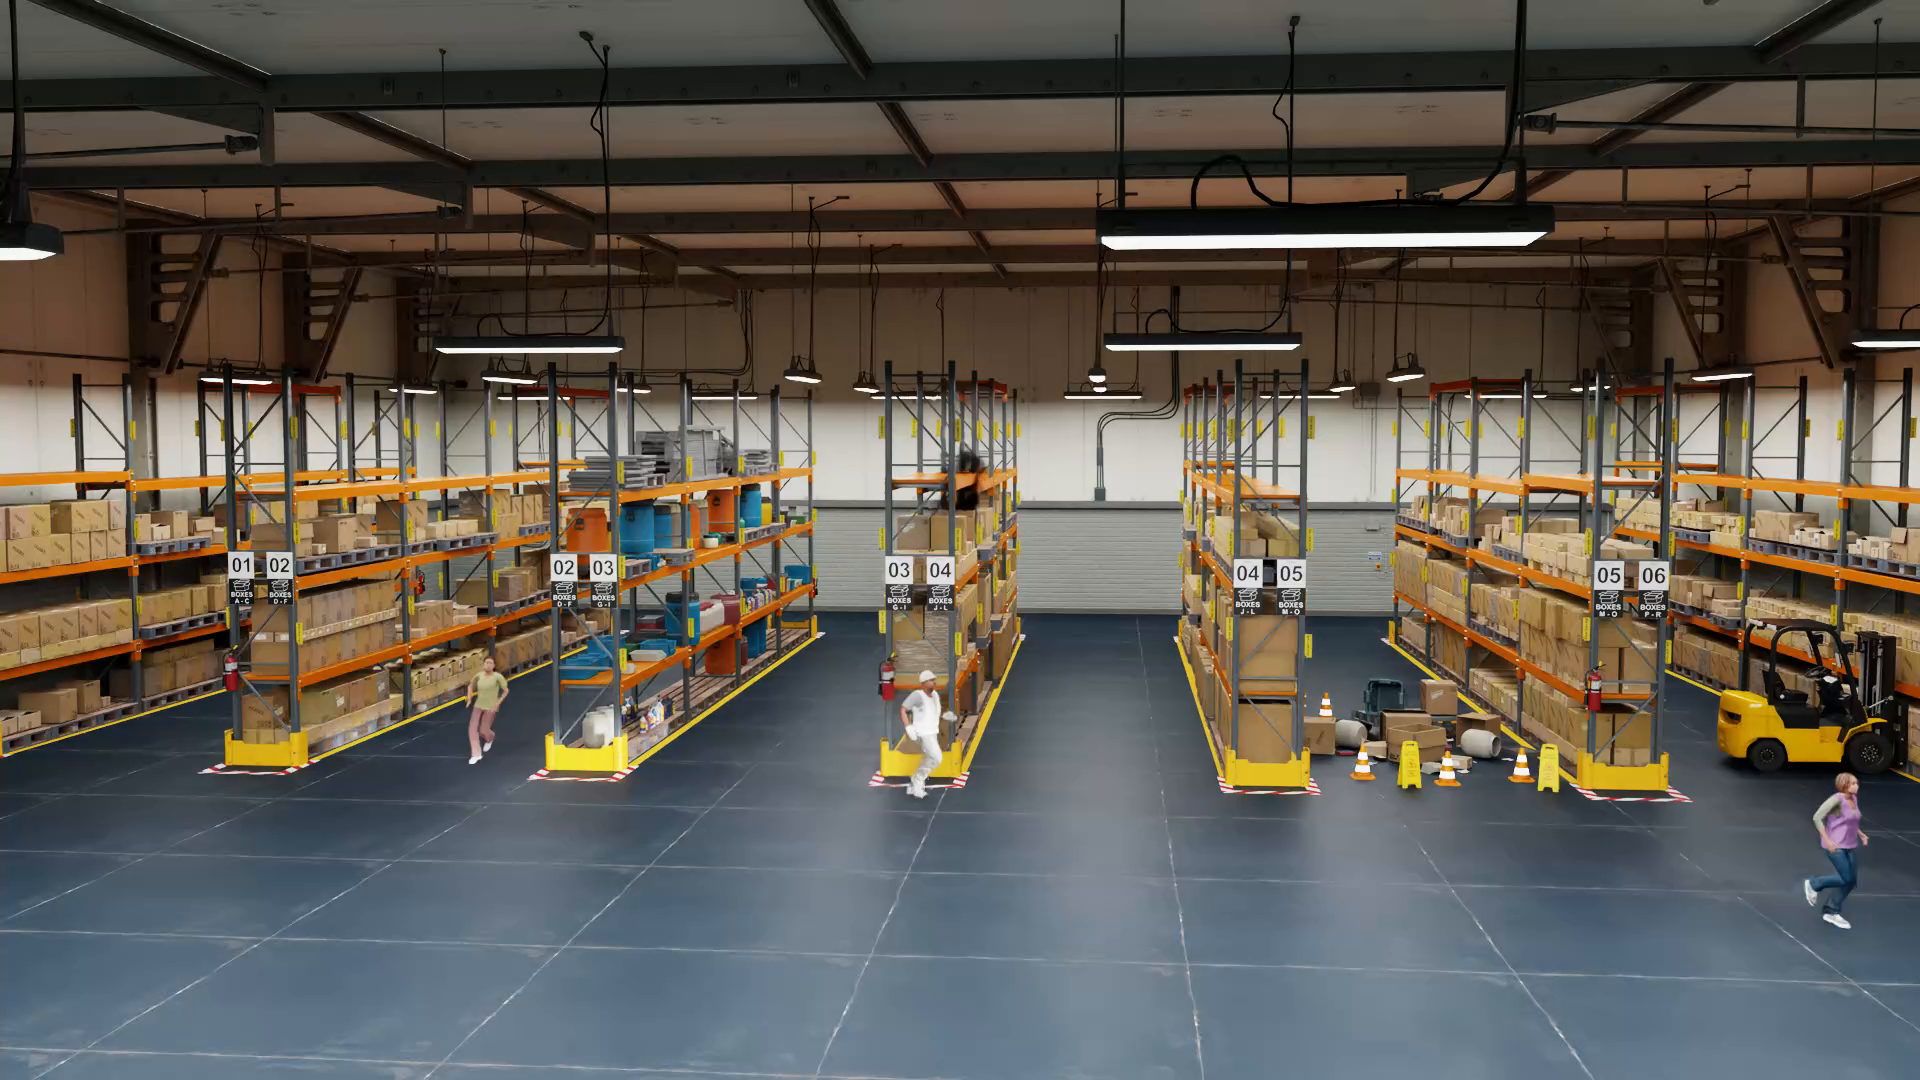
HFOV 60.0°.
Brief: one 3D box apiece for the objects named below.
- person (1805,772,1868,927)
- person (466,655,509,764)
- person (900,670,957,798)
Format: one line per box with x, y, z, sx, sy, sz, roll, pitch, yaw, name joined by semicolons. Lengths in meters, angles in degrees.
8.913;3.123;16.912;0.553;1.557;0.534;-2;4;-33;person
-7.164;2.554;25.242;0.620;1.633;0.582;0;4;6;person
-0.430;2.641;22.623;0.687;1.733;0.704;2;4;26;person
